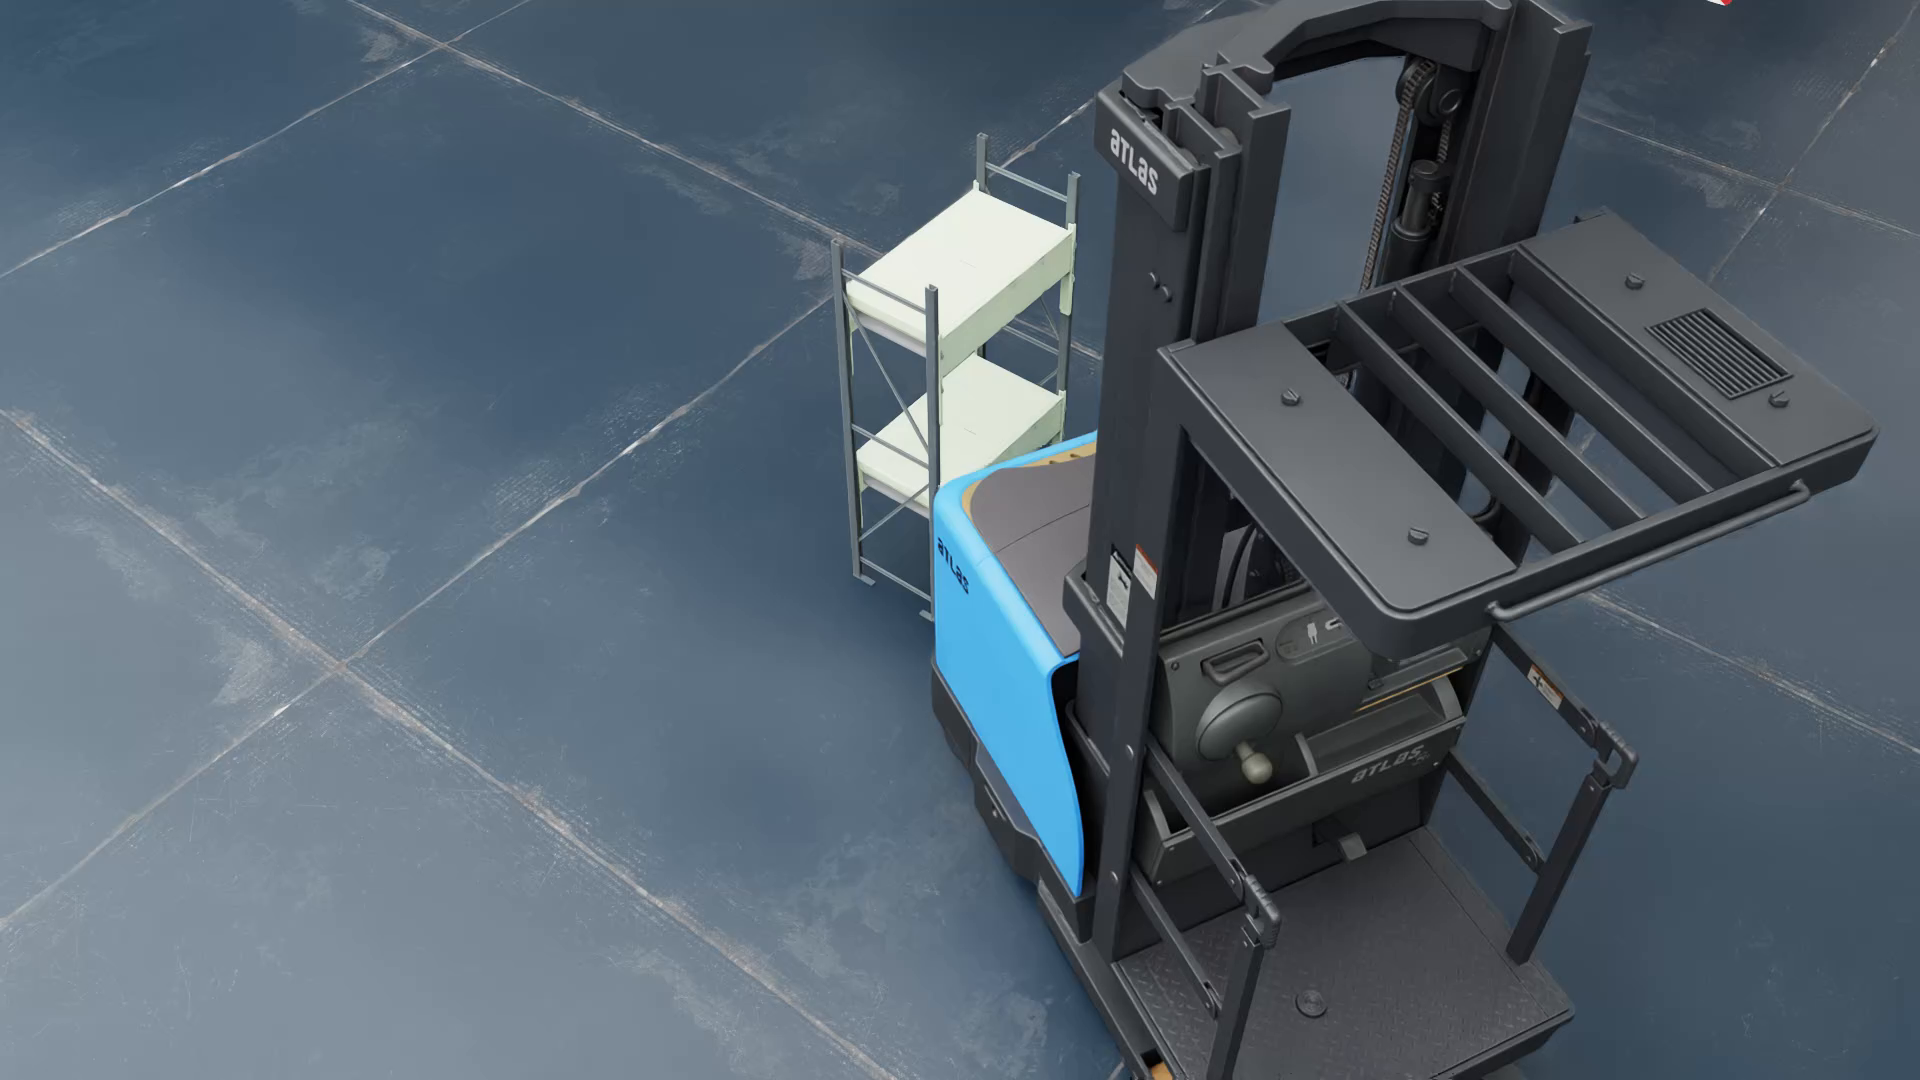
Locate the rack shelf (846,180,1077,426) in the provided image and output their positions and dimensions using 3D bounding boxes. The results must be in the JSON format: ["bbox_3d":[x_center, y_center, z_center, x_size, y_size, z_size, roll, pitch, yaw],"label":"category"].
[{"bbox_3d":[-0.004,-0.784,5.422,0.431,0.370,0.720,29,53,25],"label":"rack shelf"}]

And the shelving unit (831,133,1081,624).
[{"bbox_3d":[-0.004,-0.514,5.704,0.431,1.500,0.755,29,53,25],"label":"shelving unit"}]

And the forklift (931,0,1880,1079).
[{"bbox_3d":[0.993,0.378,3.862,1.130,2.935,3.031,-19,49,-17],"label":"forklift"}]

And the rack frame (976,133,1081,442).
[{"bbox_3d":[0.220,-0.724,5.904,0.400,1.500,0.023,29,53,25],"label":"rack frame"}]

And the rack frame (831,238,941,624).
[{"bbox_3d":[-0.228,-0.305,5.504,0.400,1.500,0.023,29,53,25],"label":"rack frame"}]

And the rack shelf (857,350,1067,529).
[{"bbox_3d":[-0.004,-0.289,5.940,0.431,0.370,0.720,29,53,25],"label":"rack shelf"}]
